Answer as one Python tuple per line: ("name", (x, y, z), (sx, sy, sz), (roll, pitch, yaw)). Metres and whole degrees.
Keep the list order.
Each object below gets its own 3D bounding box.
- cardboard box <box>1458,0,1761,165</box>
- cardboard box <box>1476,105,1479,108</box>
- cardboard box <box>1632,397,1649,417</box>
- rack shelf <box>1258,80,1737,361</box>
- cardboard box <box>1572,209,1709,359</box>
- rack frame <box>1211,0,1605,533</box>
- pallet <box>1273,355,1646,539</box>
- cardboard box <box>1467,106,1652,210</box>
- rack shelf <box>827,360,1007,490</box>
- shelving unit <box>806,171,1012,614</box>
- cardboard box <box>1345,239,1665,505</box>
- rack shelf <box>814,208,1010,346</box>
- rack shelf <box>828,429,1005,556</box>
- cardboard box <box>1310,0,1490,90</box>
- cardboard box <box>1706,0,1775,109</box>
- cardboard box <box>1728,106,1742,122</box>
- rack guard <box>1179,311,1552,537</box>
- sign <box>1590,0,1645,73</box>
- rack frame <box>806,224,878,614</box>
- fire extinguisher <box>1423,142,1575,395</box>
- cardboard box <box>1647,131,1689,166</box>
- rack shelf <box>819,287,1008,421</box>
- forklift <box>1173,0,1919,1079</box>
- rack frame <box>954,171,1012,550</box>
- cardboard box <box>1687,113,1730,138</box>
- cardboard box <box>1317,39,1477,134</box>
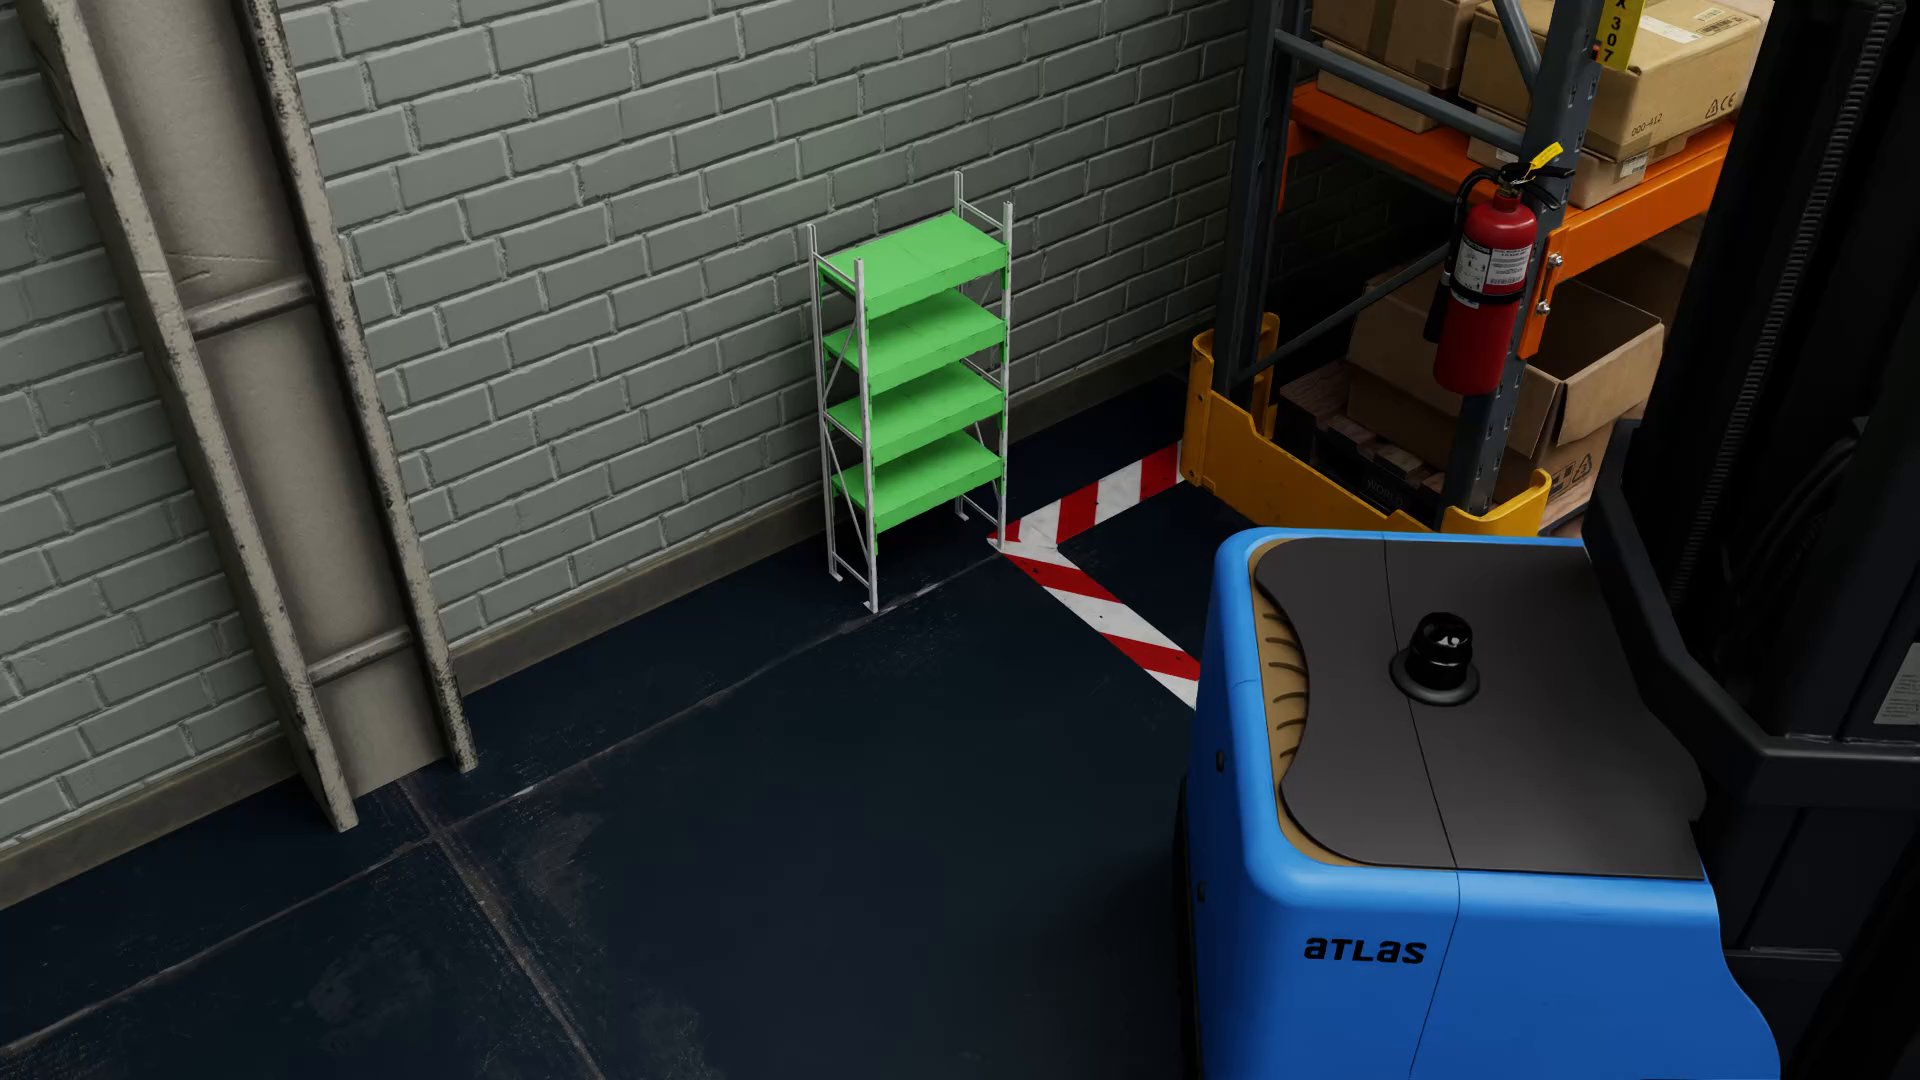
("cardboard box", (1.659, -1.236, 4.276), (0.500, 0.250, 0.500), (-26, 46, -28))
("cardboard box", (1.473, -1.373, 4.756), (0.250, 0.149, 0.380), (-25, 45, -27))
("cardboard box", (2.039, -0.533, 5.451), (0.250, 0.149, 0.380), (-28, 47, -30))
("rack shelf", (2.721, -1.634, 5.444), (4.000, 0.370, 1.077), (-26, 46, -28))
("cardboard box", (2.380, -0.835, 5.543), (0.500, 0.500, 0.700), (-24, 45, -26))
("rack frame", (1.135, -1.139, 4.274), (0.127, 3.000, 1.000), (-26, 46, -28))
("pallet", (1.827, -0.399, 5.570), (1.213, 0.211, 1.003), (-26, 46, -28))
("cardboard box", (1.563, -1.031, 4.340), (0.250, 0.149, 0.380), (-26, 46, -28))
("rack shelf", (-0.131, -0.351, 4.832), (0.480, 0.148, 0.258), (-26, 46, -28))
("shelving unit", (-0.131, -0.400, 4.791), (0.503, 1.200, 0.258), (-26, 46, -28))
("cardboard box", (1.678, -0.525, 5.163), (0.637, 0.503, 0.797), (-28, 47, -30))
("rack shelf", (-0.131, -0.722, 4.527), (0.480, 0.148, 0.258), (-26, 46, -28))
("rack shelf", (-0.131, -0.165, 4.984), (0.480, 0.148, 0.258), (-26, 46, -28))
("cardboard box", (1.338, -1.508, 4.607), (0.500, 0.250, 0.500), (-25, 45, -27))
("cardboard box", (2.059, -1.431, 4.513), (0.500, 0.250, 0.500), (-25, 46, -28))
("cardboard box", (2.162, -1.339, 4.715), (0.250, 0.149, 0.380), (-25, 45, -27))
("rack guard", (1.196, -0.202, 5.103), (0.348, 0.500, 1.175), (-26, 46, -28))
("sign", (1.466, -1.201, 3.667), (0.005, 0.325, 0.100), (-26, 46, -28))
("rack frame", (-0.325, -0.306, 4.676), (0.015, 1.200, 0.240), (-26, 46, -28))
("fire extinguisher", (1.300, -0.676, 4.064), (0.183, 0.674, 0.296), (-26, 46, -28))
("cardboard box", (1.737, -1.153, 4.489), (0.250, 0.149, 0.380), (-25, 45, -27))
("rack shelf", (-0.131, -0.536, 4.680), (0.480, 0.148, 0.258), (-26, 46, -28))
("forklift", (2.024, 0.023, 2.912), (3.031, 2.935, 1.130), (2, 39, 3))
("rack frame", (0.062, -0.494, 4.906), (0.015, 1.200, 0.240), (-26, 46, -28))
("cardboard box", (1.924, -1.272, 4.634), (0.250, 0.149, 0.380), (-27, 46, -29))
("cardboard box", (1.235, -1.305, 4.674), (0.250, 0.149, 0.380), (-27, 46, -29))
